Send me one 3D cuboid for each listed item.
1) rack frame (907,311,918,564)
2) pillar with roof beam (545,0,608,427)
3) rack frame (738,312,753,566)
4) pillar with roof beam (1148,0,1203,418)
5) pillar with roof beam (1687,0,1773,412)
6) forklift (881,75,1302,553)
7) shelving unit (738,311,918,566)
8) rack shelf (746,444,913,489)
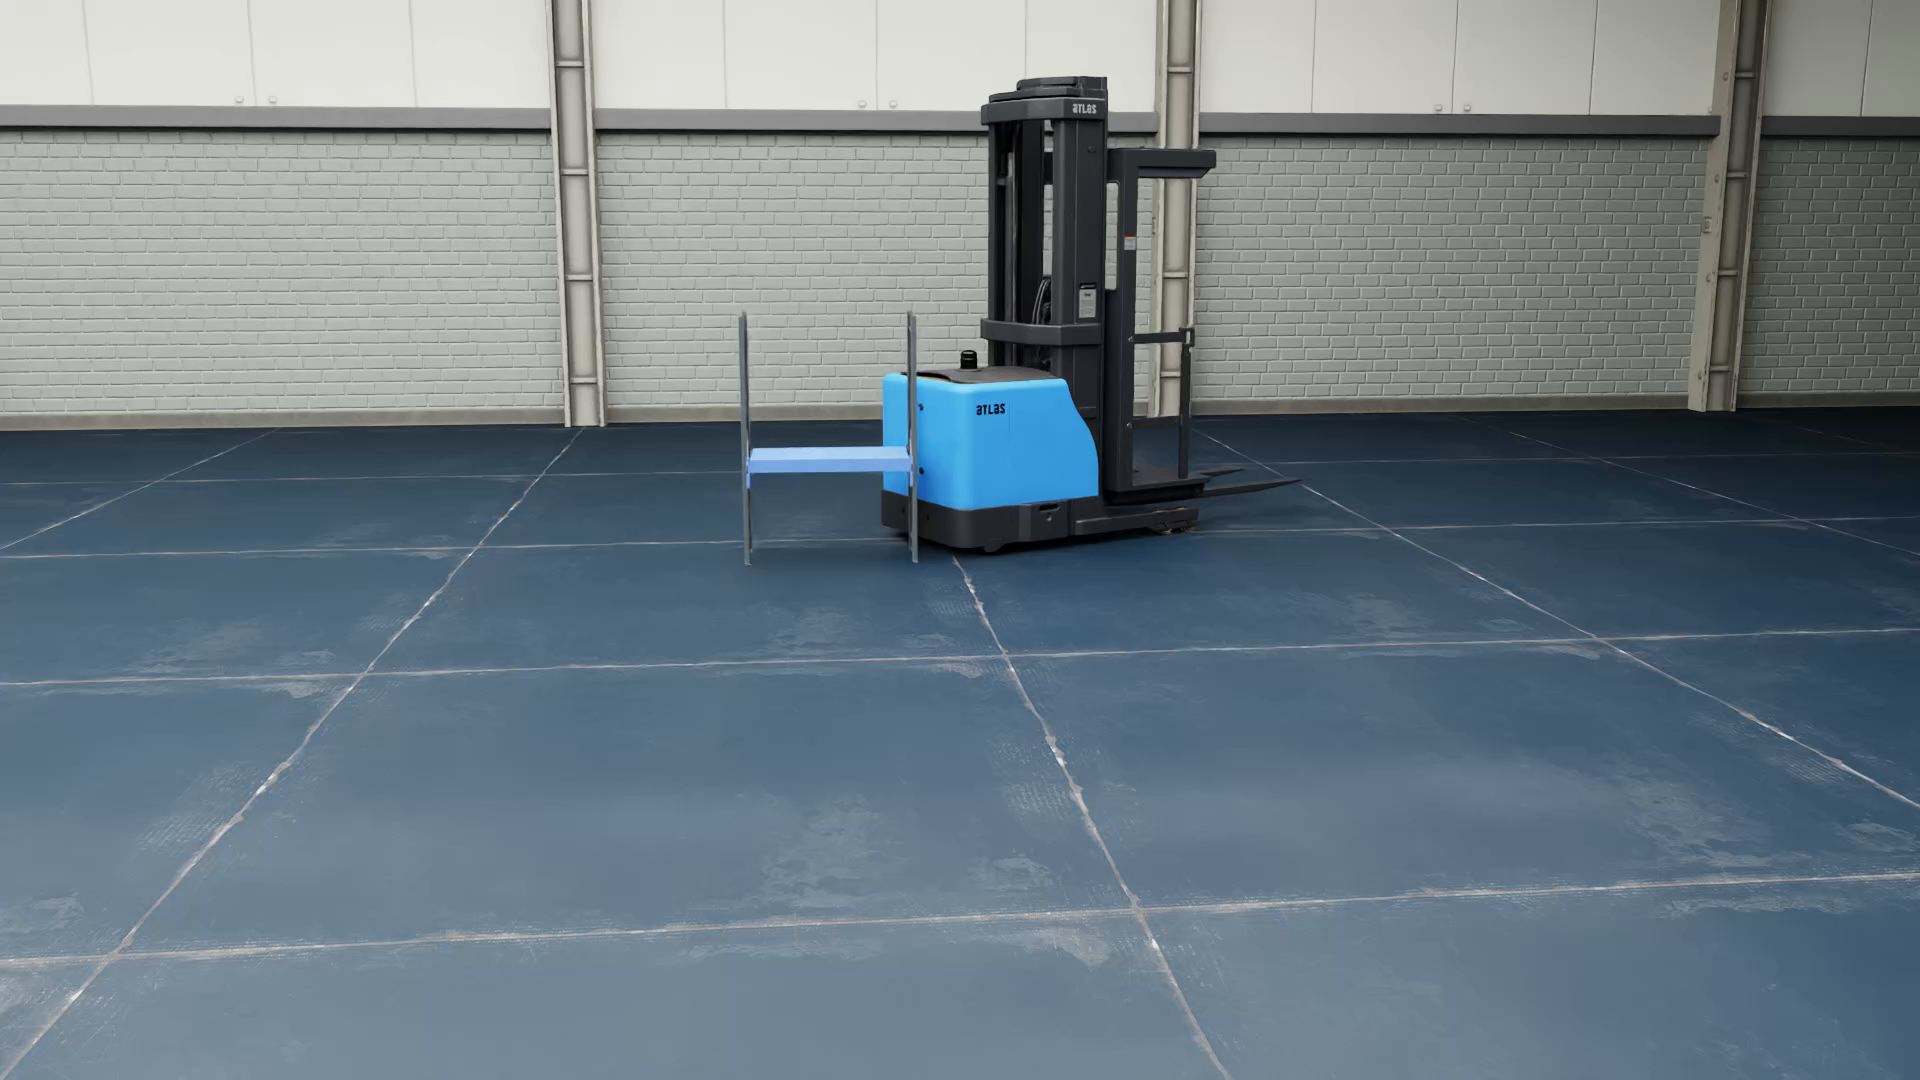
[{"bbox_3d":[-0.295,-0.641,10.239,0.032,1.500,0.500,-1,11,-5],"label":"rack frame"},{"bbox_3d":[-3.306,-4.756,11.731,0.400,9.000,9.100,-1,11,-6],"label":"pillar with roof beam"},{"bbox_3d":[-1.308,-0.625,10.157,0.032,1.500,0.500,-1,11,-5],"label":"rack frame"},{"bbox_3d":[2.659,-4.881,12.367,0.400,9.000,9.100,-1,11,-6],"label":"pillar with roof beam"},{"bbox_3d":[8.624,-5.006,13.003,0.400,9.000,9.100,-1,11,-6],"label":"pillar with roof beam"},{"bbox_3d":[0.999,-1.550,11.156,3.031,2.935,1.130,-7,13,-32],"label":"forklift"},{"bbox_3d":[-0.801,-0.633,10.198,1.048,1.500,0.538,-1,11,-5],"label":"shelving unit"},{"bbox_3d":[-0.801,-0.456,10.233,1.000,0.185,0.538,-1,11,-5],"label":"rack shelf"}]
